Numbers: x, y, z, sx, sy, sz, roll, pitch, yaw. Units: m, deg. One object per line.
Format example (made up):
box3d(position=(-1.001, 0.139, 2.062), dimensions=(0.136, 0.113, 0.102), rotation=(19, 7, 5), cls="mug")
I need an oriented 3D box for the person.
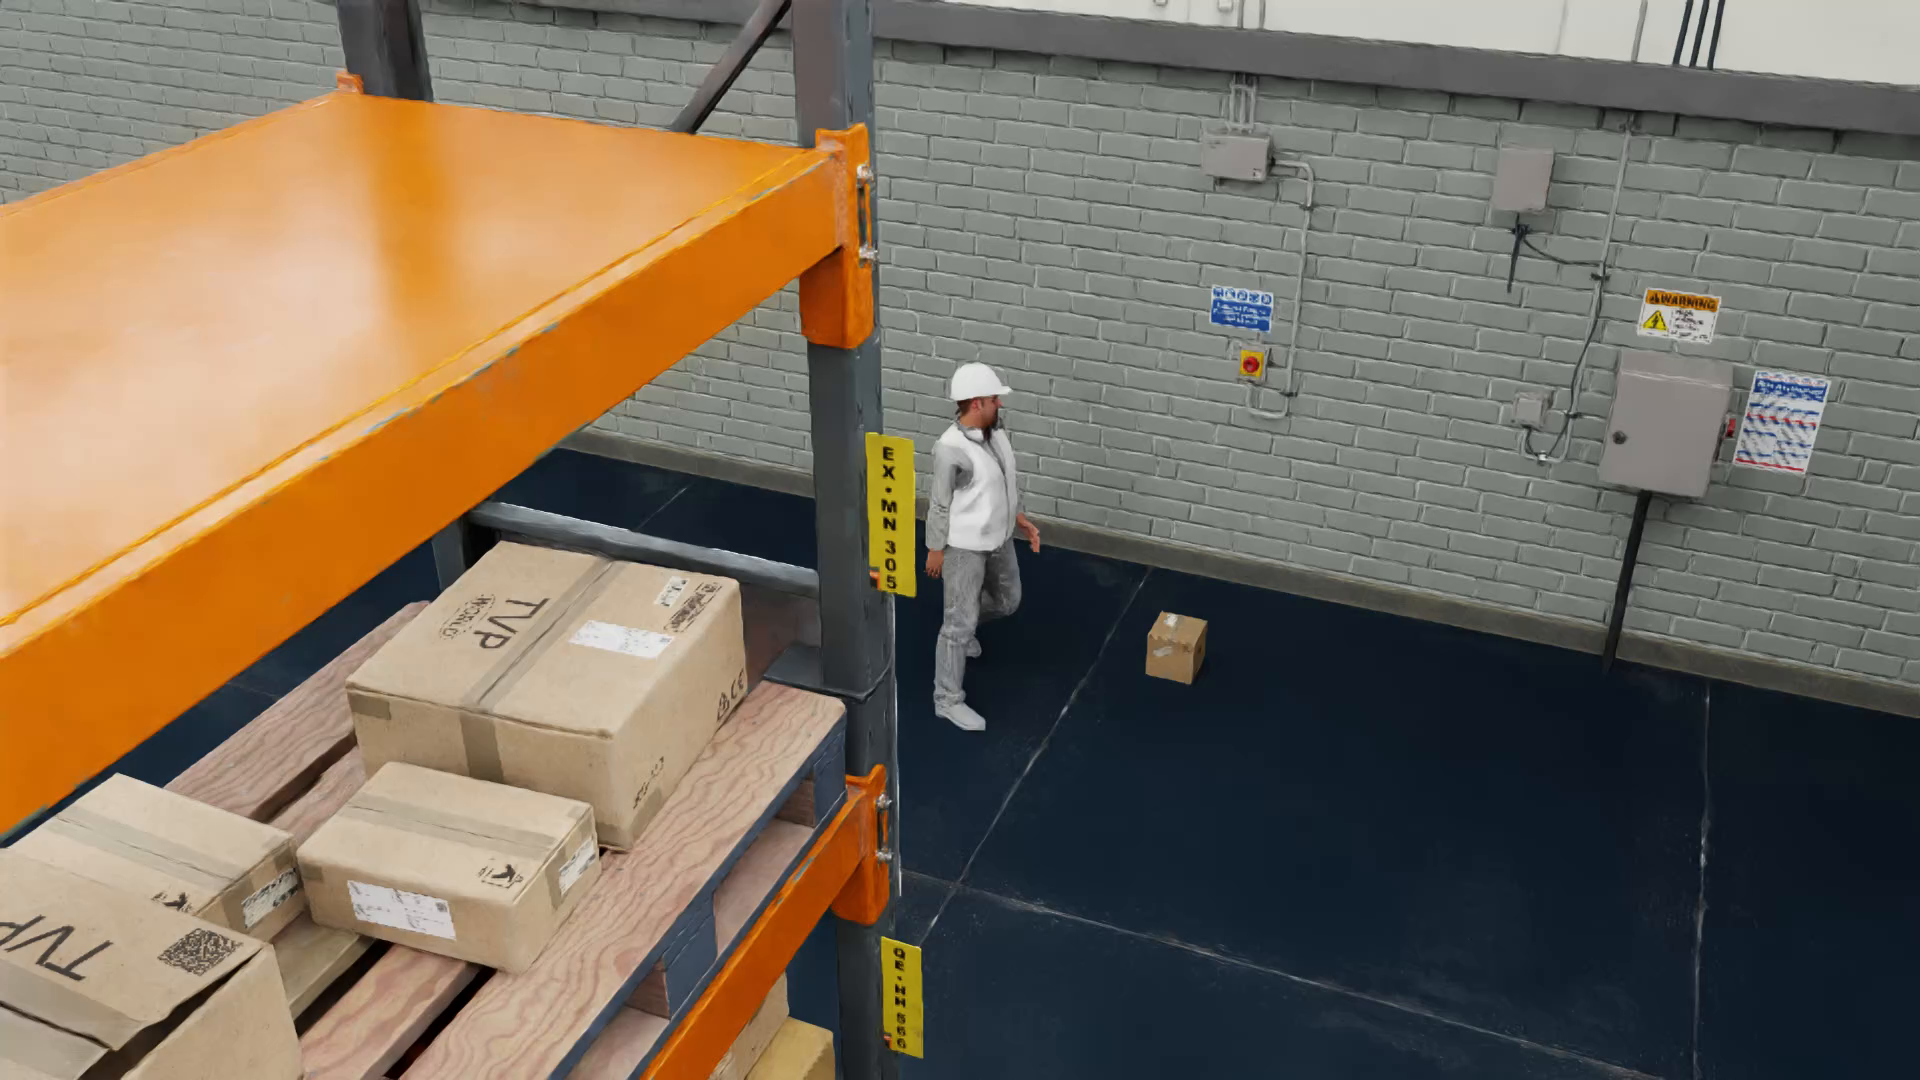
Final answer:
box3d(position=(0.052, 0.012, 8.119), dimensions=(0.582, 1.740, 0.714), rotation=(13, 32, 22), cls="person")
